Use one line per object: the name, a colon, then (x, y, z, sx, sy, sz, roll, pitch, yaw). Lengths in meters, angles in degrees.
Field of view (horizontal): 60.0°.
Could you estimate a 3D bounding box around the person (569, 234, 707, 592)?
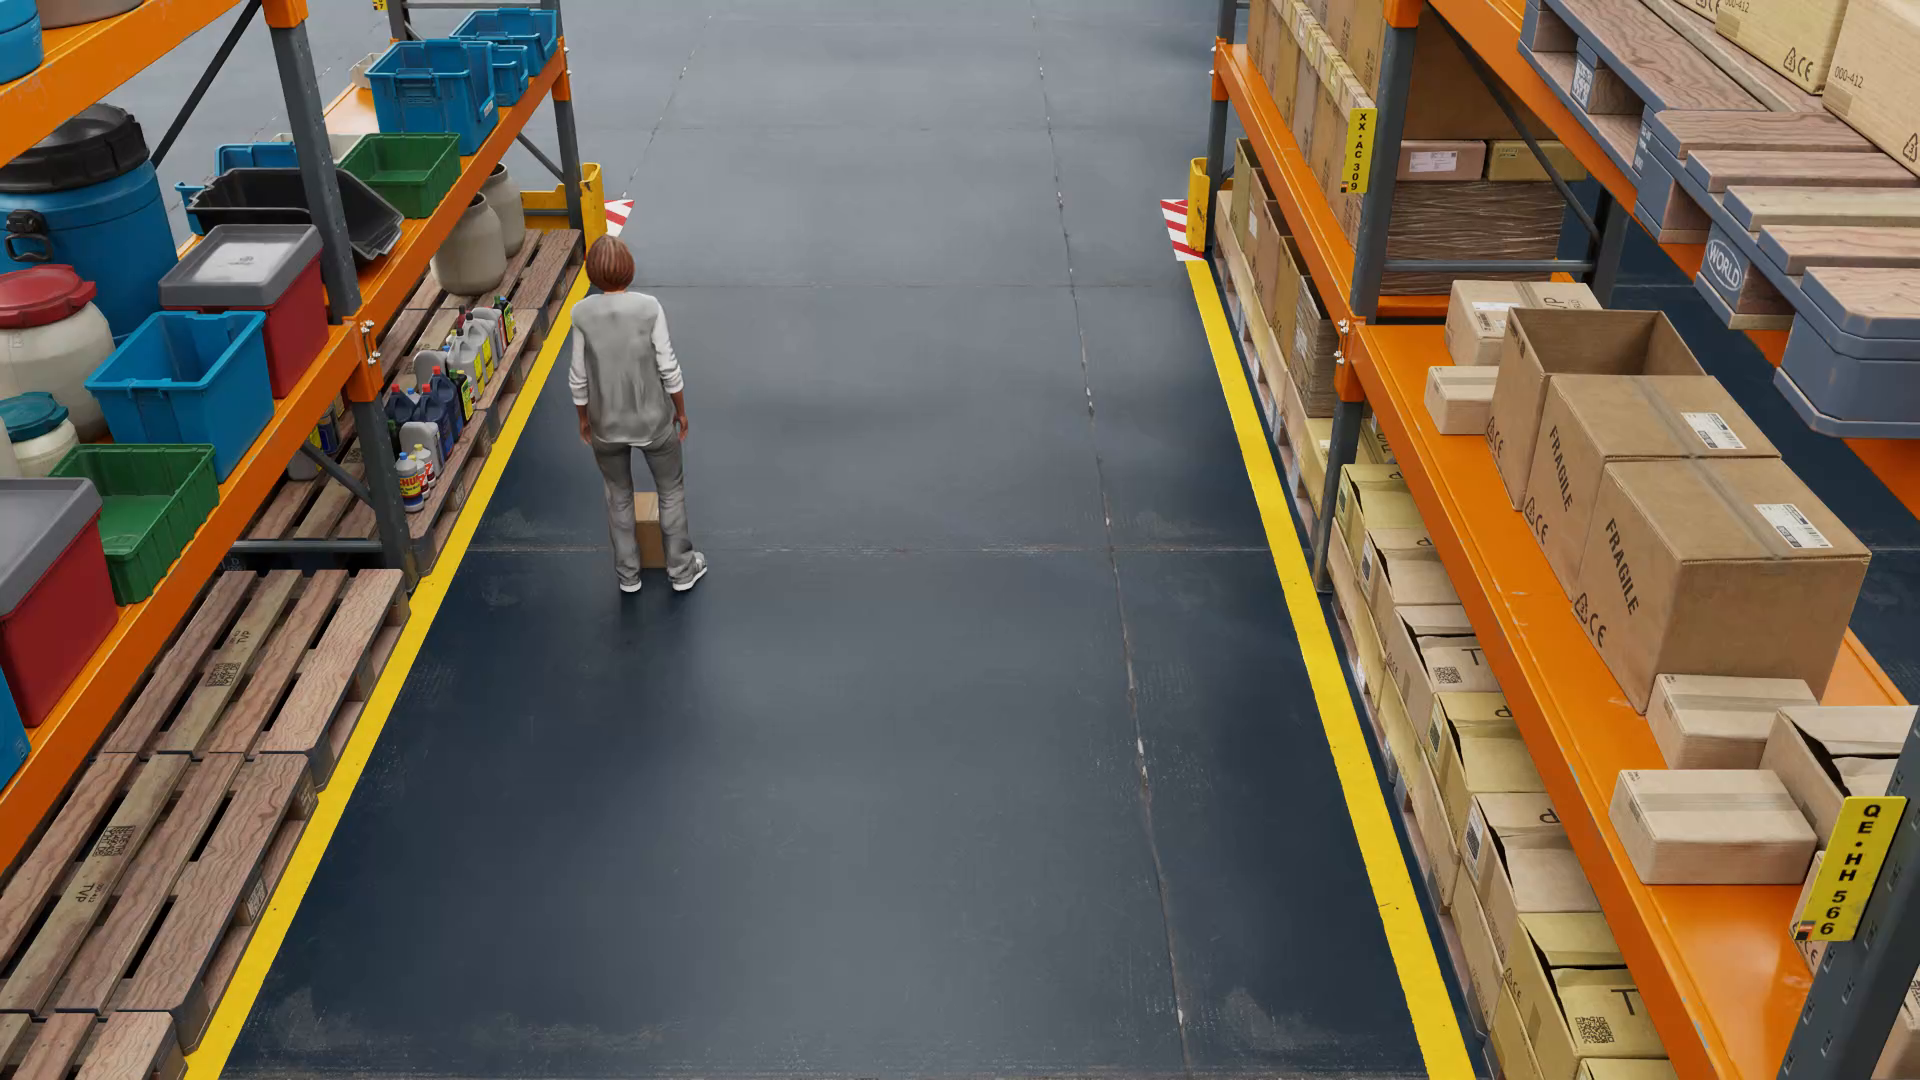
person: (-1.361, -0.489, 6.930, 0.475, 1.592, 0.346, -2, 32, -3)
